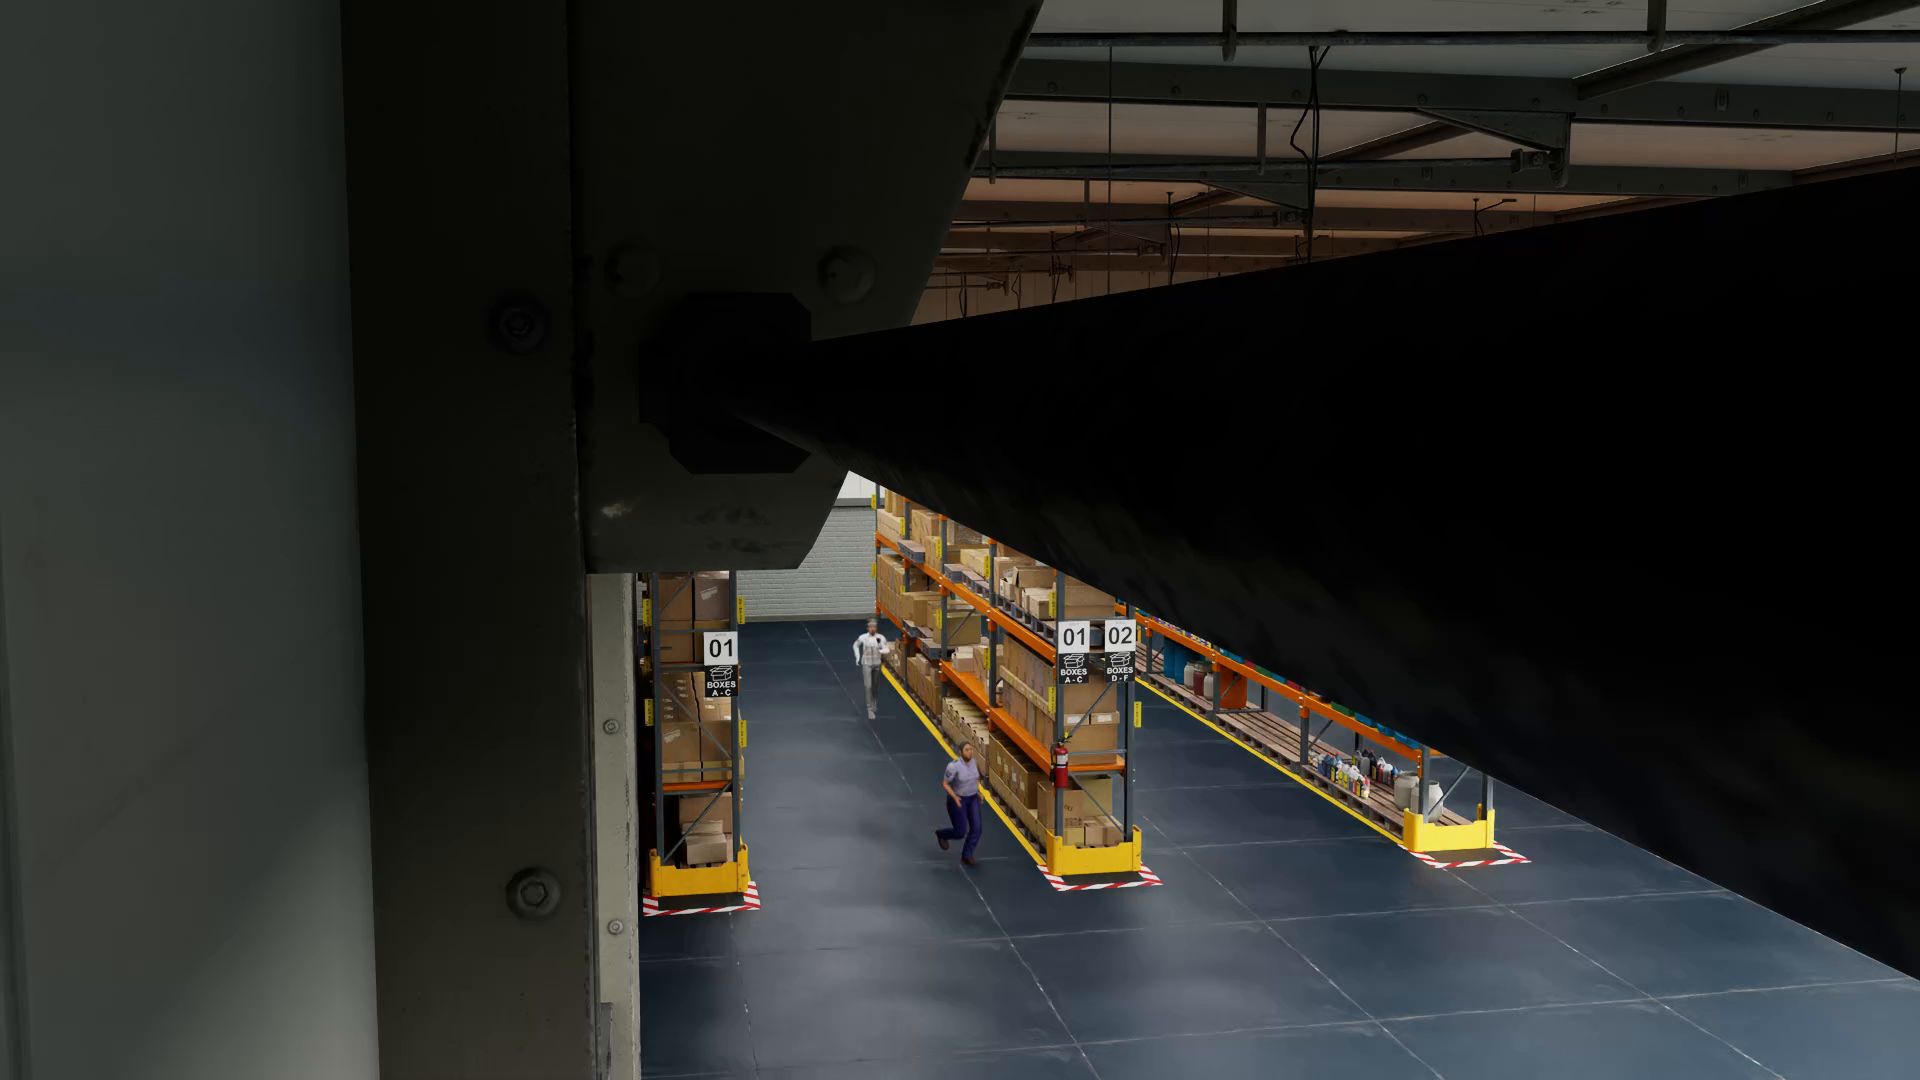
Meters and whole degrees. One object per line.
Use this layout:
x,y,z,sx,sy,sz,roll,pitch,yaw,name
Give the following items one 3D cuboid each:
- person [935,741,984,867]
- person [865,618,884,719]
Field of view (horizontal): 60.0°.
0.006,3.353,21.366,0.595,1.605,0.671,-4,7,-37,person
-1.507,2.218,29.216,0.336,1.710,0.858,-1,6,-11,person
